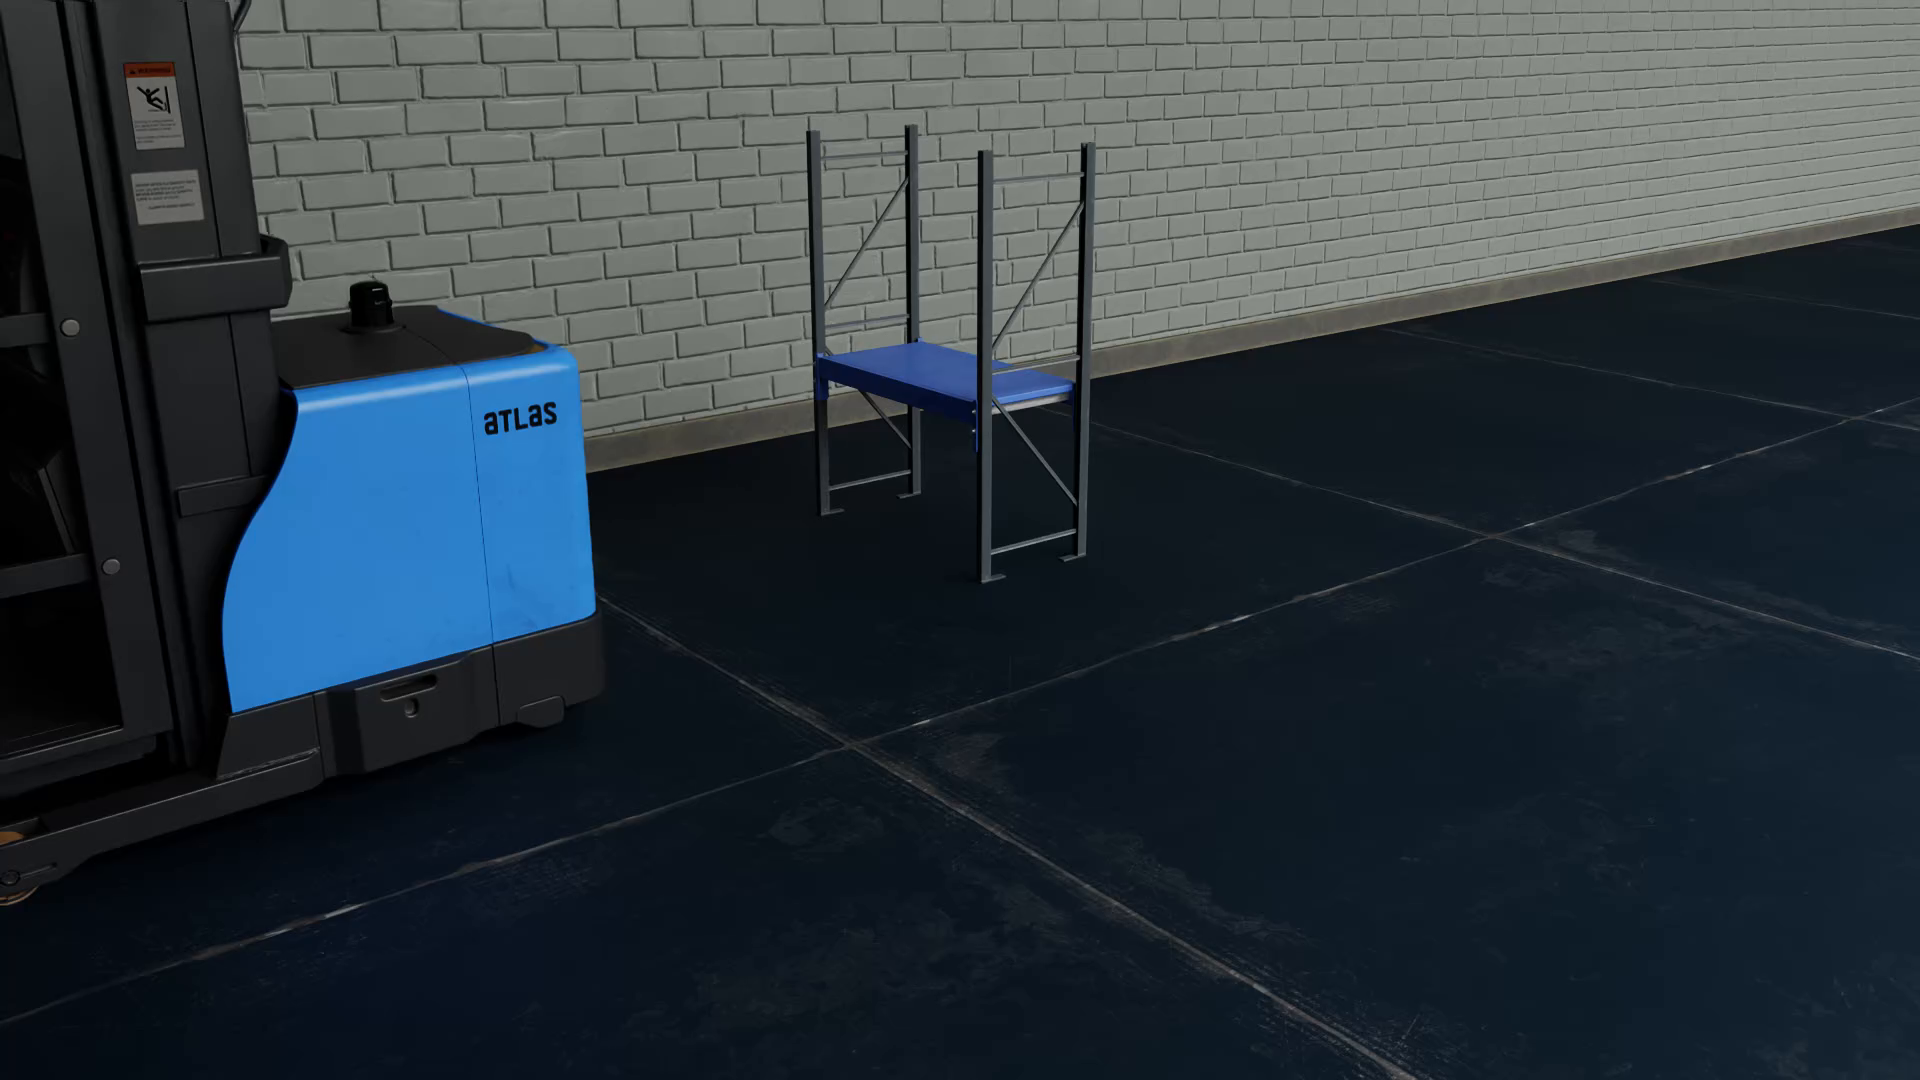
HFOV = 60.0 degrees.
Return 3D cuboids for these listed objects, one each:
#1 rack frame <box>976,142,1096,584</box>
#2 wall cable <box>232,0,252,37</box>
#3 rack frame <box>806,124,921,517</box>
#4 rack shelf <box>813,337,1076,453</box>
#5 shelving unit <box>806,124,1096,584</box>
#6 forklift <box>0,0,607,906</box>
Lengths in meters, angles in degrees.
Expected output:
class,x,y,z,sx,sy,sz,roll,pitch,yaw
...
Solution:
class,x,y,z,sx,sy,sz,roll,pitch,yaw
rack frame,0.263,-0.608,5.812,0.500,1.500,0.032,-14,23,-36
wall cable,-3.695,-2.561,4.721,3.097,2.526,0.112,-14,23,-36
rack frame,-0.369,-0.858,6.569,0.500,1.500,0.032,-14,23,-36
rack shelf,-0.053,-0.562,6.247,0.538,0.185,1.000,-14,23,-36
shelving unit,-0.053,-0.733,6.190,0.538,1.500,1.048,-14,23,-36
forklift,-2.466,-0.696,3.801,3.031,2.935,1.130,-15,24,-39
